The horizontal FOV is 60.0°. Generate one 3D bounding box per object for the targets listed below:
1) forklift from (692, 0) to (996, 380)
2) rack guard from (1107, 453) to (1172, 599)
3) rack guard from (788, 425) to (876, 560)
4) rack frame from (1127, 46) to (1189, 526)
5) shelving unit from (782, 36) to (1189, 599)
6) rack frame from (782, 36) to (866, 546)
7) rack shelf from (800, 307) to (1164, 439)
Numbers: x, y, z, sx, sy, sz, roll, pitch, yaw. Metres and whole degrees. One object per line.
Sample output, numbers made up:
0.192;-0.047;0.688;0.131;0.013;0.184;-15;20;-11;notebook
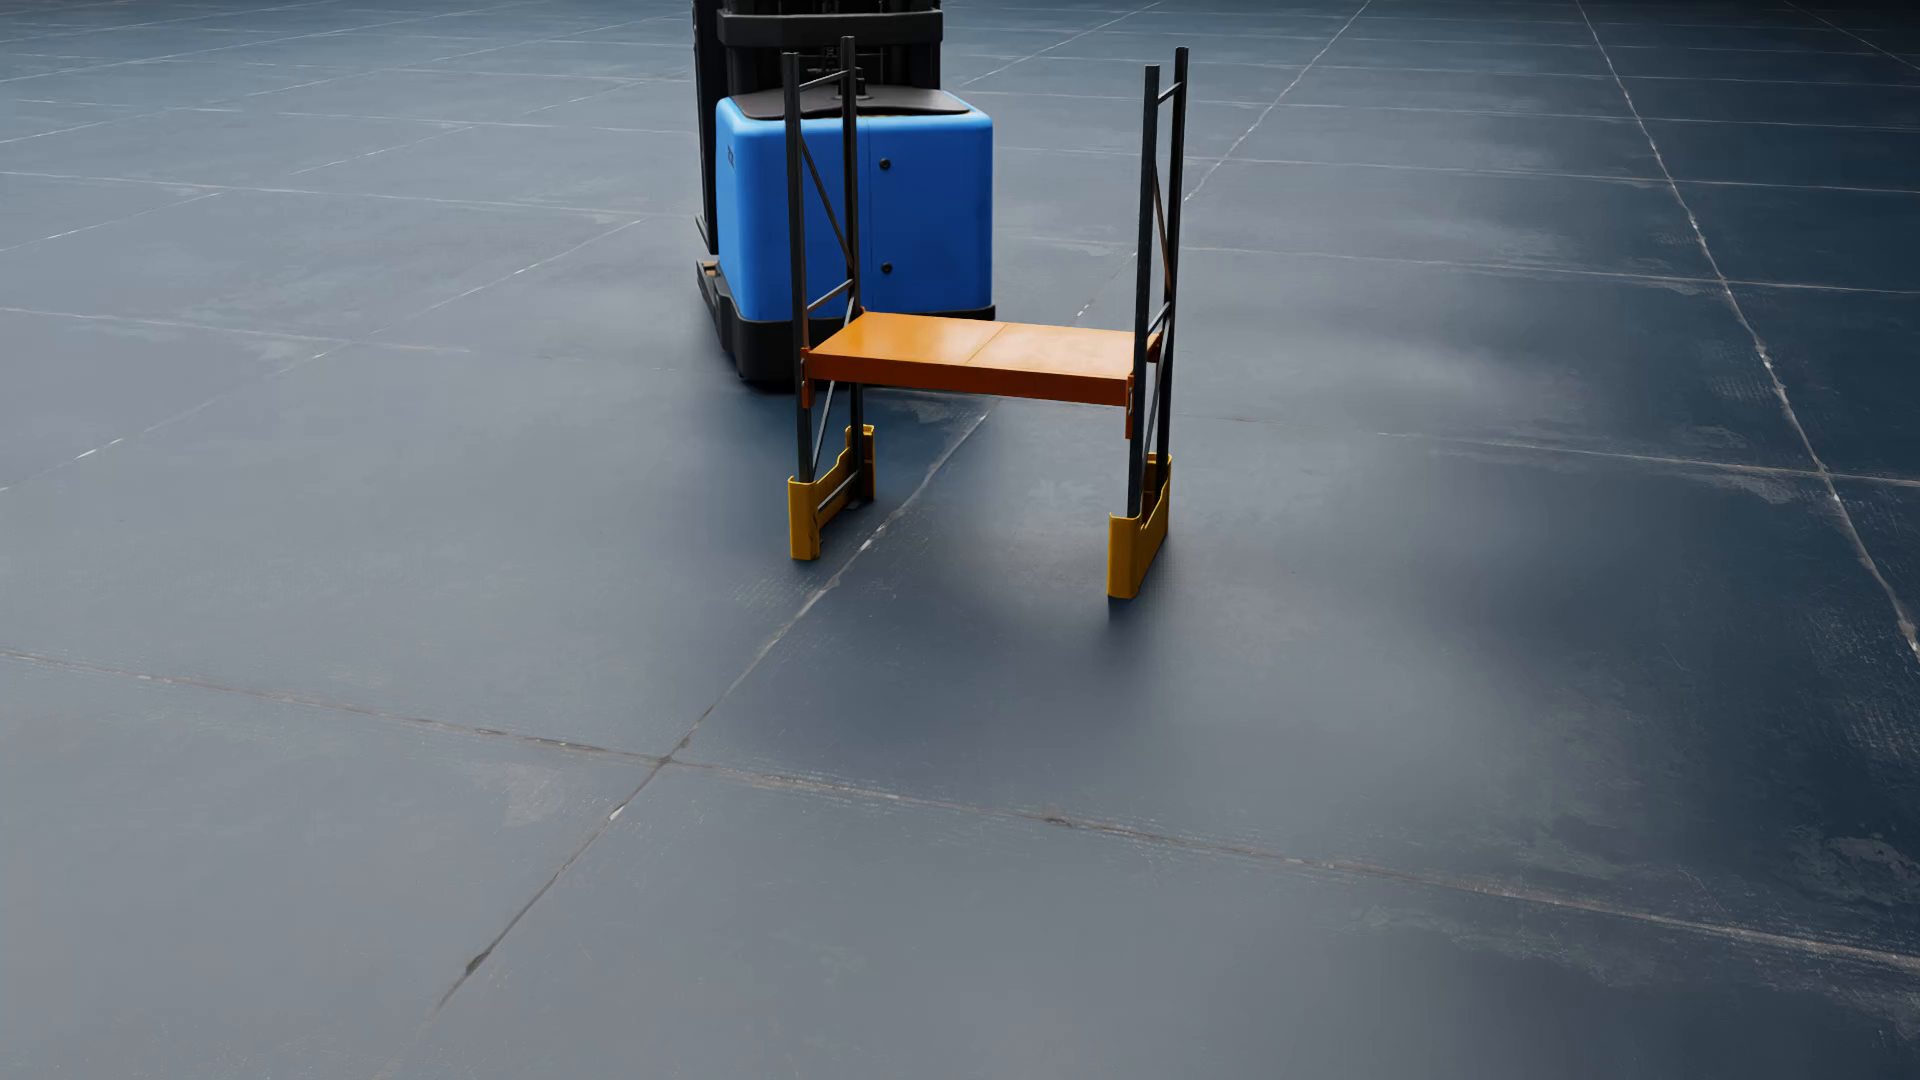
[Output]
-0.685;-2.522;7.556;1.130;2.935;3.031;-5;23;-12;forklift
0.550;-0.053;5.069;0.087;0.250;0.587;7;23;16;rack guard
-0.404;-0.162;5.335;0.087;0.250;0.587;7;23;16;rack guard
0.568;-0.629;4.827;0.032;1.500;0.500;7;23;16;rack frame
0.073;-0.686;4.965;1.083;1.500;0.587;7;23;16;shelving unit
-0.405;-0.740;5.098;0.032;1.500;0.500;7;23;16;rack frame
0.082;-0.518;5.031;1.000;0.185;0.538;7;23;16;rack shelf
